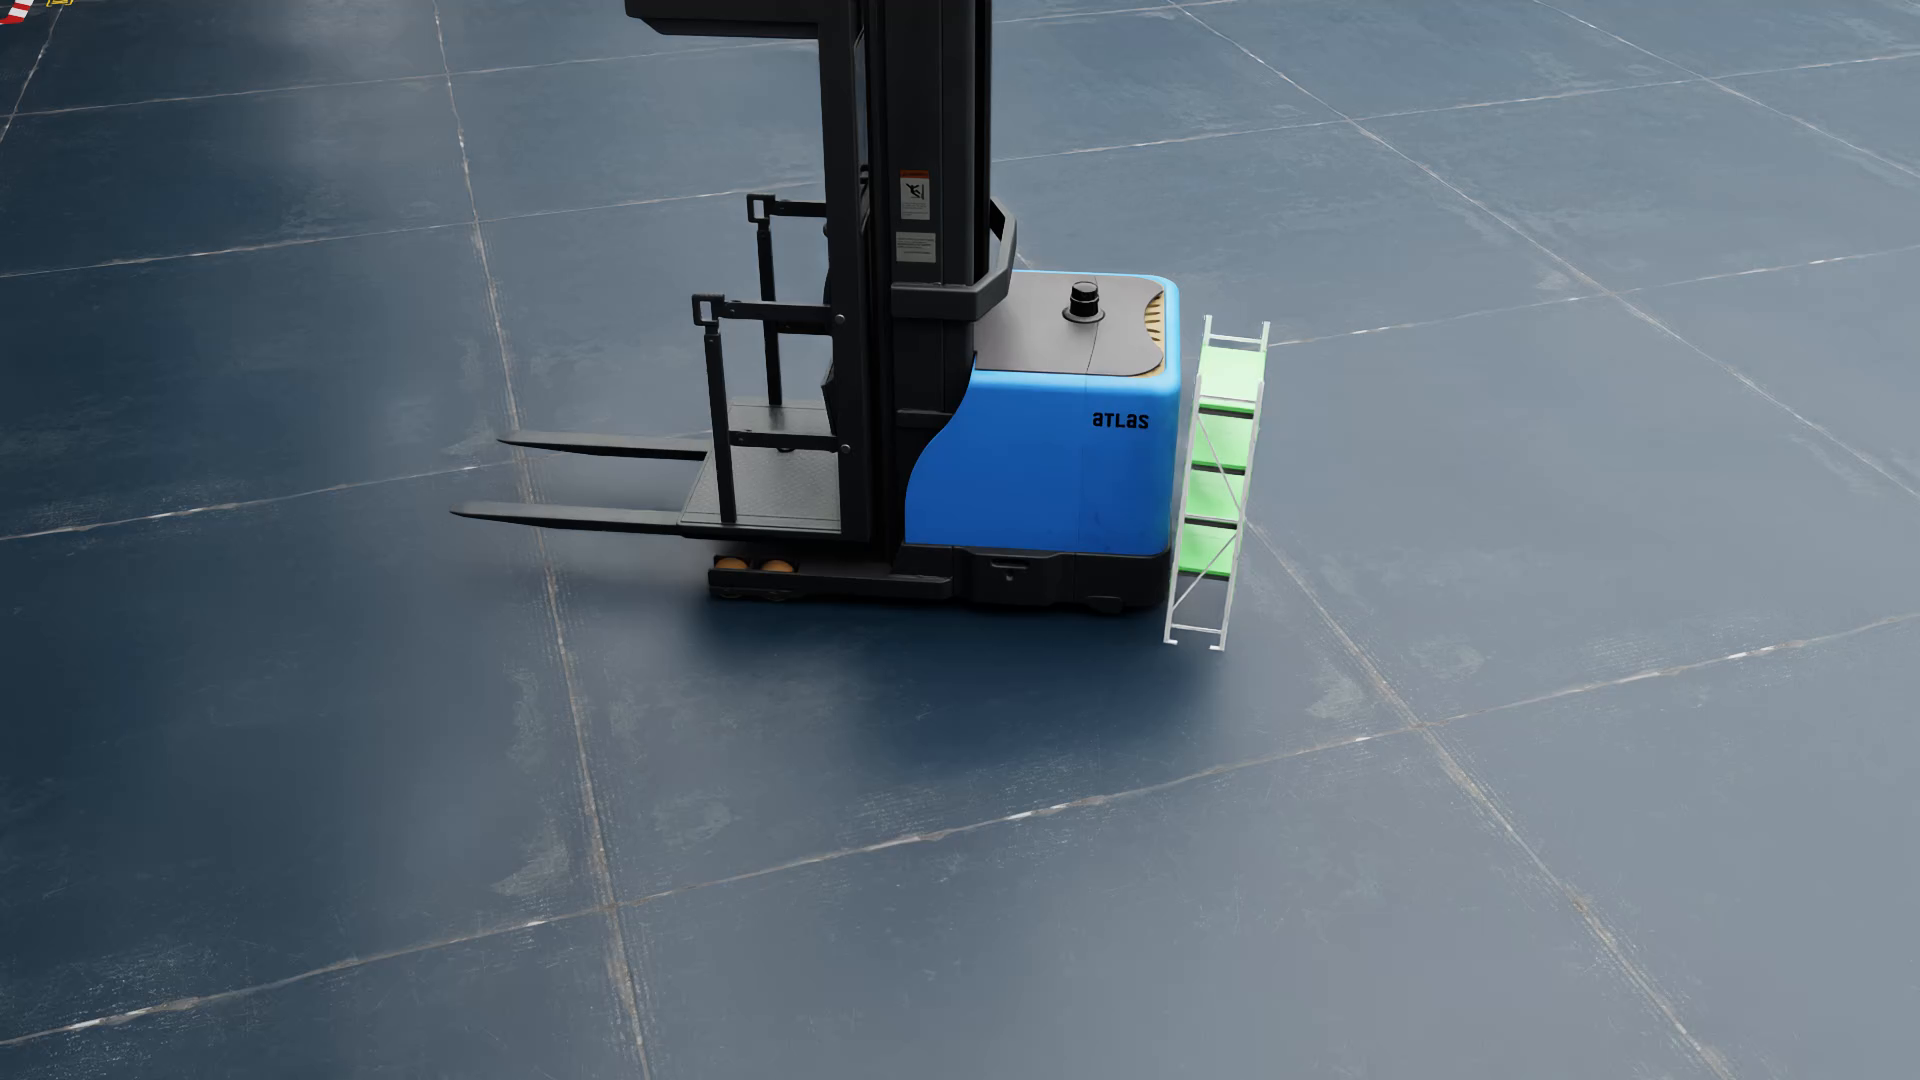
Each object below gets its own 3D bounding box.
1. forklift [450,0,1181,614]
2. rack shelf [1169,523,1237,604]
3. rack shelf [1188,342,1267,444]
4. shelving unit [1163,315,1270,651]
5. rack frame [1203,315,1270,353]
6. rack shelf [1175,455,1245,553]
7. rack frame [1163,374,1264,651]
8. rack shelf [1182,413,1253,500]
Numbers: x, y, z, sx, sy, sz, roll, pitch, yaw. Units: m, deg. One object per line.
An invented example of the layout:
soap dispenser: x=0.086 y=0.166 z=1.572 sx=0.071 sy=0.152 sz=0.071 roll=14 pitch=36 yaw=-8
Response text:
forklift: x=-0.620 y=-1.257 z=6.494 sx=3.031 sy=2.935 sz=1.130 roll=3 pitch=34 yaw=5
rack shelf: x=0.984 y=0.042 z=6.642 sx=0.258 sy=0.148 sz=0.480 roll=8 pitch=34 yaw=8
rack shelf: x=1.007 y=-0.556 z=6.241 sx=0.258 sy=0.148 sz=0.480 roll=8 pitch=34 yaw=8
shelving unit: x=0.994 y=-0.211 z=6.473 sx=0.258 sy=1.200 sz=0.503 roll=8 pitch=34 yaw=8
rack frame: x=1.041 y=-0.343 z=6.672 sx=0.240 sy=1.200 sz=0.015 roll=8 pitch=34 yaw=8
rack shelf: x=0.992 y=-0.158 z=6.508 sx=0.258 sy=0.148 sz=0.480 roll=8 pitch=34 yaw=8
rack frame: x=0.947 y=-0.079 z=6.273 sx=0.240 sy=1.200 sz=0.015 roll=8 pitch=34 yaw=8
rack shelf: x=1.000 y=-0.357 z=6.375 sx=0.258 sy=0.148 sz=0.480 roll=8 pitch=34 yaw=8
